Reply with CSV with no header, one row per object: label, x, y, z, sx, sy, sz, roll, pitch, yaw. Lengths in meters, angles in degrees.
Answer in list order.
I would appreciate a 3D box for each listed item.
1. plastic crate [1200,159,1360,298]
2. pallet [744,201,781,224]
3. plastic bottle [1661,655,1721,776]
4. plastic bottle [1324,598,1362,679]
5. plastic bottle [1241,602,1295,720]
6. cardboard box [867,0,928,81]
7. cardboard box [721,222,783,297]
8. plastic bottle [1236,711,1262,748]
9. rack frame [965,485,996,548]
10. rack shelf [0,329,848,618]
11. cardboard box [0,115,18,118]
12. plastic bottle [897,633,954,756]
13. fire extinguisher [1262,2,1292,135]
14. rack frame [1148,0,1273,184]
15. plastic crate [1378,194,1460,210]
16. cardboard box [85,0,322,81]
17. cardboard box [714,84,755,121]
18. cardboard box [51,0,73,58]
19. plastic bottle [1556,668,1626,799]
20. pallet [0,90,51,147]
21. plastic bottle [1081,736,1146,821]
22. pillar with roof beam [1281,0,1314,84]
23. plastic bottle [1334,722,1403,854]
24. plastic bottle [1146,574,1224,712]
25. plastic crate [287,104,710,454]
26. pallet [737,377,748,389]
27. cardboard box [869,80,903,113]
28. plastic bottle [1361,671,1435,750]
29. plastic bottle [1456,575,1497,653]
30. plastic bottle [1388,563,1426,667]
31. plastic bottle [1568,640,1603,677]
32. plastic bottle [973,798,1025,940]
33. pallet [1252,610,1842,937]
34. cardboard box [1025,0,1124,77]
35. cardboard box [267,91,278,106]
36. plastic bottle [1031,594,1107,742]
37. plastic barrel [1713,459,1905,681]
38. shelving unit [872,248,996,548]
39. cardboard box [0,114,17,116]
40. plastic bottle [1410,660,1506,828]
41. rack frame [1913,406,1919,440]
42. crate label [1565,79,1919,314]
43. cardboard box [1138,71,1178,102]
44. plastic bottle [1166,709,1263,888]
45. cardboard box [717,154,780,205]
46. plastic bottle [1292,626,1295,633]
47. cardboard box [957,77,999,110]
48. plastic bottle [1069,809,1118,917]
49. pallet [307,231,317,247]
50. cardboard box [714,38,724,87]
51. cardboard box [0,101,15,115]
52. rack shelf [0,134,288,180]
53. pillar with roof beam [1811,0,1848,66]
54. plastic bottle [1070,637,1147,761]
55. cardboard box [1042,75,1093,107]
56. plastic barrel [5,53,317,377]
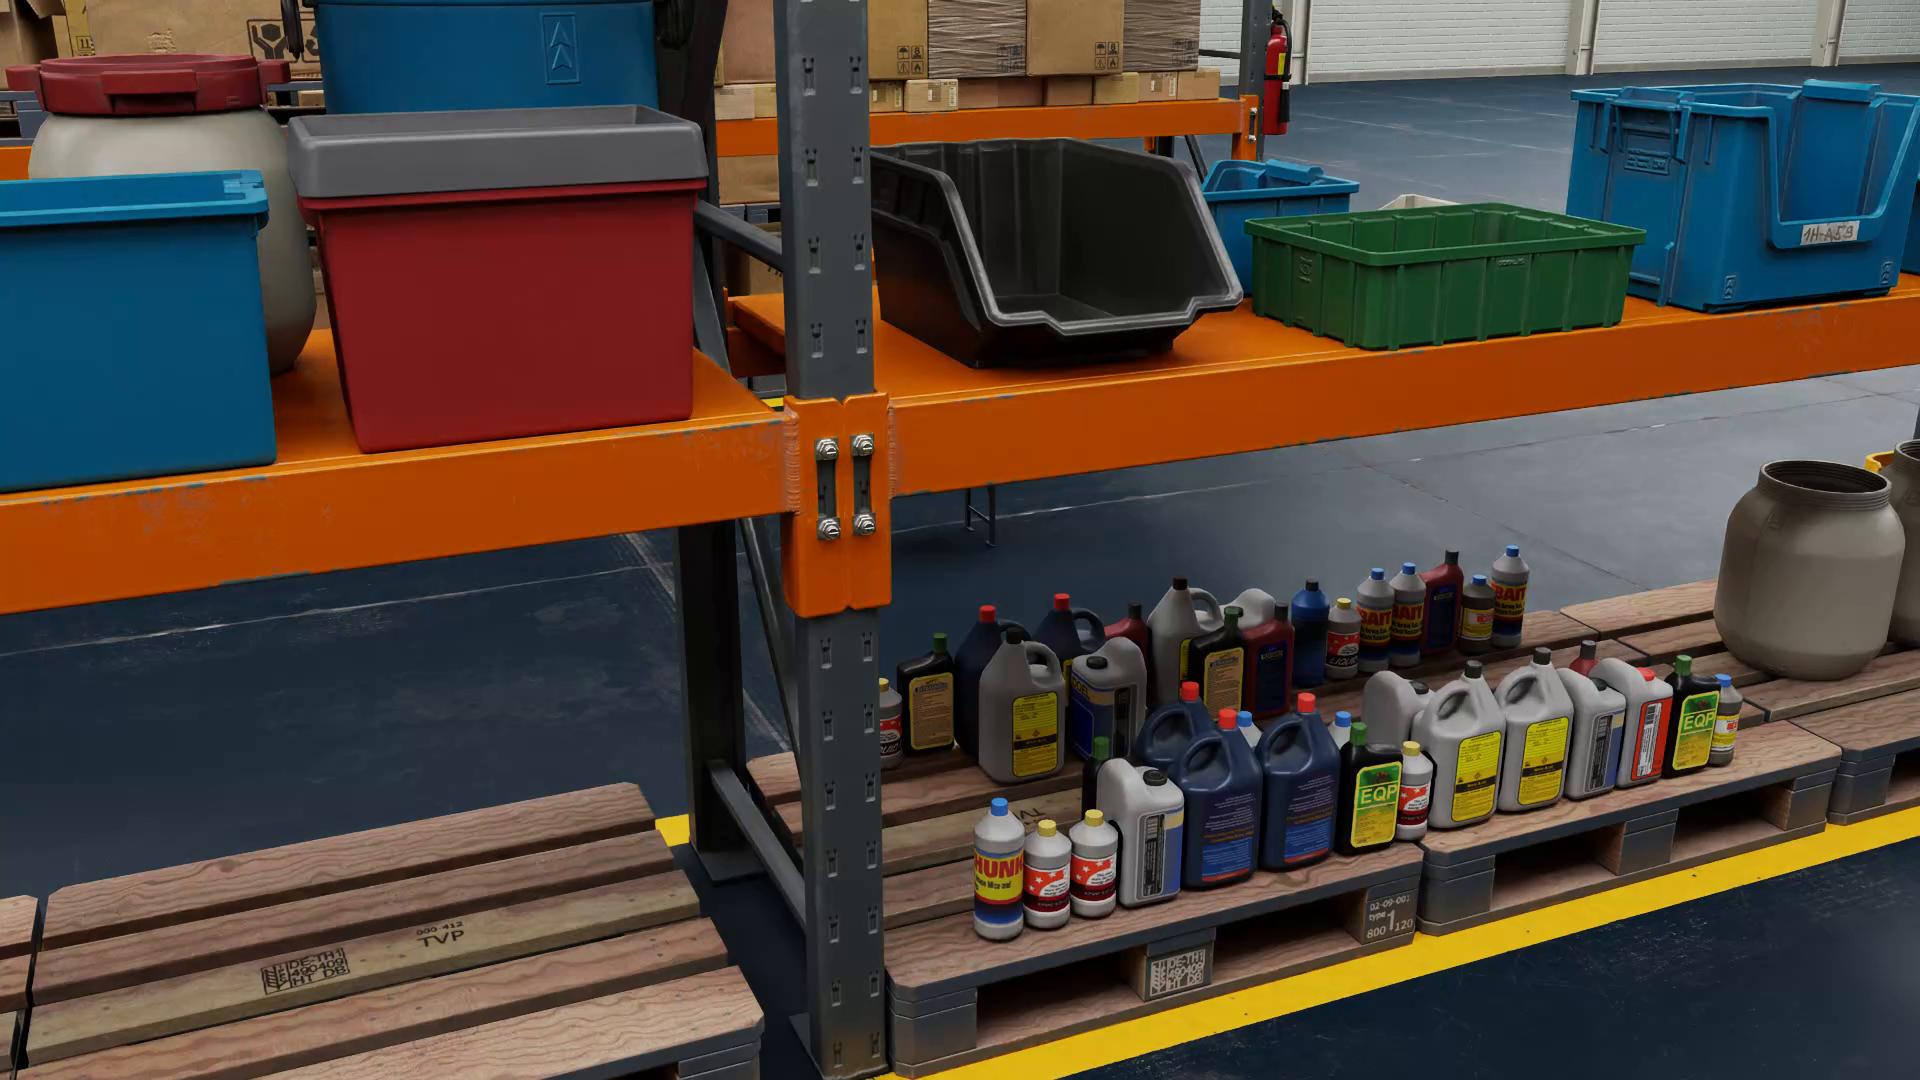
plastic crate,0.517,-0.708,3.739,0.616,0.251,0.499,-8,21,-22
pallet,-1.256,-2.667,13.280,1.213,0.211,1.003,-8,21,-22
plastic bottle,1.668,0.394,3.813,0.133,0.283,0.061,-8,21,-21
plastic bottle,0.995,0.252,4.342,0.097,0.201,0.097,0,19,0
plastic bottle,0.752,0.296,4.092,0.133,0.283,0.061,-8,21,-22
cardboard box,-0.548,-2.492,7.985,0.500,0.500,0.875,-8,21,-22
cardboard box,-0.909,-1.302,8.336,0.500,0.500,0.500,-10,22,-27
plastic bottle,0.599,0.495,3.547,0.097,0.271,0.097,0,19,0
rack frame,0.072,-0.576,5.852,0.015,1.200,0.240,-8,21,-22
rack shelf,-2.228,0.053,2.438,4.000,0.370,1.077,-8,21,-22
cardboard box,-6.502,-2.365,10.977,0.750,0.750,1.050,-8,21,-21
plastic bottle,-0.081,0.361,3.909,0.133,0.283,0.061,-7,21,-19
fire extinguisher,1.607,-2.424,8.506,0.183,0.674,0.296,-8,21,-22
rack frame,1.319,-2.586,8.850,0.127,3.000,1.000,-8,21,-22
plastic crate,0.999,-0.716,3.935,0.437,0.136,0.530,-8,21,-22
cardboard box,-3.139,-2.479,7.010,1.000,1.000,1.000,-8,21,-22
cardboard box,-1.112,-2.004,7.576,0.250,0.149,0.380,-8,21,-22
cardboard box,-5.992,-3.282,10.676,0.500,0.500,0.500,-8,21,-22
plastic bottle,1.399,0.420,3.751,0.135,0.276,0.152,-9,21,-23
pallet,-4.225,-1.716,6.668,1.213,0.211,1.003,-8,21,-22
plastic bottle,0.318,0.533,3.420,0.133,0.283,0.061,-8,21,-22
pillar with roof beam,7.152,-10.400,22.009,0.400,9.000,9.100,-8,21,-22
plastic bottle,0.855,0.511,3.482,0.133,0.283,0.061,-7,21,-20
plastic bottle,0.558,0.252,4.115,0.185,0.351,0.144,-8,21,-22
plastic crate,-0.715,-0.422,2.609,0.583,0.464,0.402,-8,21,-22
pallet,-1.751,-0.844,8.100,1.213,0.211,1.003,-8,21,-22
cardboard box,-0.454,-2.126,7.922,0.250,0.149,0.380,-8,21,-22
plastic bottle,0.996,0.426,3.735,0.135,0.276,0.152,-8,21,-22
plastic bottle,1.398,0.194,4.506,0.097,0.201,0.097,0,19,0
plastic bottle,1.178,0.192,4.405,0.097,0.271,0.097,0,19,0
plastic bottle,1.483,0.366,3.894,0.133,0.283,0.061,-8,21,-22
plastic bottle,0.074,0.622,3.185,0.097,0.271,0.097,0,19,0
pallet,1.363,0.529,4.203,1.213,0.211,1.003,-8,21,-22
cardboard box,0.392,-2.607,8.311,0.500,0.500,0.875,-8,21,-22
cardboard box,-8.723,-5.601,20.356,0.625,0.625,0.875,-7,21,-20
plastic bottle,0.262,0.295,3.994,0.185,0.351,0.144,-9,21,-25
plastic barrel,2.247,0.076,4.404,0.421,0.512,0.421,0,19,0
shelving unit,-0.152,-0.544,5.761,0.503,1.200,0.258,-8,21,-22
cardboard box,-8.755,-3.685,15.296,0.625,0.372,0.950,-9,21,-23
plastic bottle,1.077,0.432,3.604,0.185,0.351,0.144,-8,21,-22
rack frame,3.281,-1.076,4.560,0.127,3.000,1.000,-8,21,-22
crate label,1.698,-0.768,3.632,0.616,0.435,0.502,-8,21,-22
cardboard box,0.909,-2.334,8.513,0.250,0.149,0.380,-8,21,-22
plastic bottle,0.514,0.513,3.375,0.185,0.351,0.144,-8,21,-20
cardboard box,-1.956,-3.082,12.825,0.875,0.875,0.875,-9,21,-23
plastic bottle,0.807,0.279,4.265,0.097,0.201,0.097,0,19,0
cardboard box,-0.002,-2.198,8.125,0.250,0.149,0.380,-8,21,-22
plastic bottle,0.261,0.628,3.273,0.097,0.201,0.097,0,19,0
pallet,-4.904,-2.146,11.798,1.213,0.211,1.003,-8,21,-22
cardboard box,-1.443,-2.343,7.560,0.500,0.500,0.875,-8,21,-22
cardboard box,-11.343,-5.225,19.287,0.625,0.625,0.875,-7,21,-20
rack shelf,-4.190,-1.457,6.728,4.000,0.370,1.077,-8,21,-22
pillar with roof beam,18.170,-11.979,26.493,0.400,9.000,9.100,-8,21,-22
plastic bottle,0.343,0.372,3.888,0.135,0.276,0.152,-8,21,-22
cardboard box,0.465,-2.258,8.295,0.250,0.149,0.380,-8,21,-22
plastic barrel,-1.357,-0.554,2.876,0.433,0.535,0.433,0,19,0
